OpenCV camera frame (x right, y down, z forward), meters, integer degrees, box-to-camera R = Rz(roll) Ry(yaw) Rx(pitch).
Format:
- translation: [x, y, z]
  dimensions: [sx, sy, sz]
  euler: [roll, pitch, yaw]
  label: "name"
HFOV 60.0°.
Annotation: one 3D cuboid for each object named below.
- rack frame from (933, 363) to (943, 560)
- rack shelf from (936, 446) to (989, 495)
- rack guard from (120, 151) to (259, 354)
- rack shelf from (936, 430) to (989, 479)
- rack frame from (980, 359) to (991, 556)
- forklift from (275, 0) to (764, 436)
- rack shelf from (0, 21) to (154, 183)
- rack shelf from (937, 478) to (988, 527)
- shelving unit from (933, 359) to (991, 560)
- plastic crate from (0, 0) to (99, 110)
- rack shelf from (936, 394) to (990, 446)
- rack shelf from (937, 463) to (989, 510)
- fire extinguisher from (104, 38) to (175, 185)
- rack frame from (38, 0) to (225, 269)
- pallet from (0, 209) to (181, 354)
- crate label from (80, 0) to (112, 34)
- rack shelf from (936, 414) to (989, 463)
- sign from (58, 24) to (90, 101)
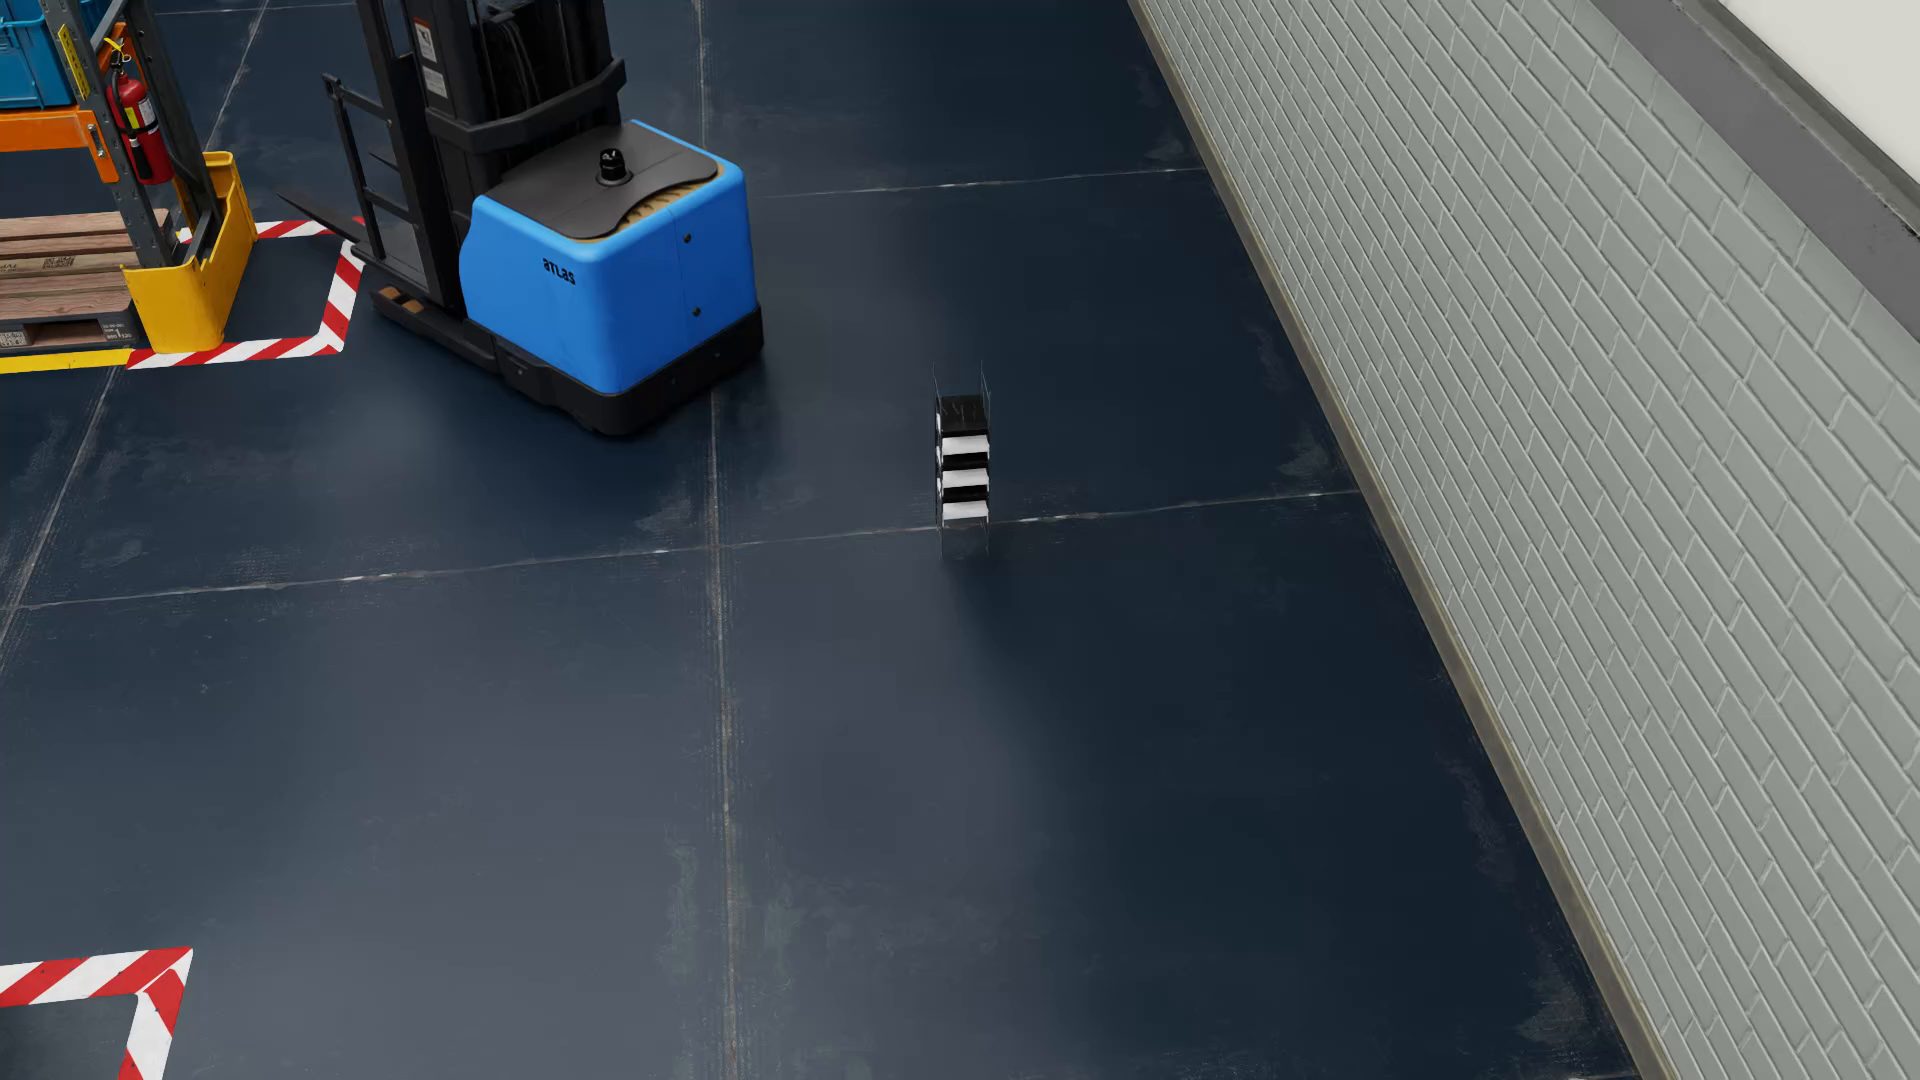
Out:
- translation: [-0.093, -0.326, 7.155]
  dimensions: [0.006, 0.900, 0.240]
  euler: [-5, 42, -6]
  label: "rack frame"
- translation: [0.008, -0.310, 7.187]
  dimensions: [0.200, 0.077, 0.258]
  euler: [-5, 42, -6]
  label: "rack shelf"
- translation: [-4.052, -1.535, 8.794]
  dimensions: [0.348, 0.500, 1.175]
  euler: [-5, 42, -6]
  label: "rack guard"
- translation: [0.008, -0.377, 7.127]
  dimensions: [0.200, 0.077, 0.258]
  euler: [-5, 42, -6]
  label: "rack shelf"
- translation: [0.109, -0.344, 7.174]
  dimensions: [0.006, 0.900, 0.240]
  euler: [-5, 42, -6]
  label: "rack frame"
- translation: [-2.457, -2.415, 7.954]
  dimensions: [3.031, 2.935, 1.130]
  euler: [29, 49, 28]
  label: "forklift"
- translation: [-6.057, -2.012, 7.993]
  dimensions: [4.000, 0.370, 1.077]
  euler: [-5, 42, -6]
  label: "rack shelf"
- translation: [0.008, -0.176, 7.307]
  dimensions: [0.200, 0.077, 0.258]
  euler: [-5, 42, -6]
  label: "rack shelf"
- translation: [0.008, -0.335, 7.165]
  dimensions: [0.210, 0.900, 0.258]
  euler: [-5, 42, -6]
  label: "shelving unit"
- translation: [-4.382, -2.335, 7.743]
  dimensions: [0.499, 0.435, 0.616]
  euler: [-5, 42, -6]
  label: "plastic crate"
- translation: [0.008, -0.511, 7.006]
  dimensions: [0.200, 0.077, 0.258]
  euler: [-5, 42, -6]
  label: "rack shelf"
- translation: [0.008, -0.243, 7.247]
  dimensions: [0.200, 0.077, 0.258]
  euler: [-5, 42, -6]
  label: "rack shelf"
- translation: [-3.865, -1.997, 7.776]
  dimensions: [0.183, 0.674, 0.296]
  euler: [-5, 42, -6]
  label: "fire extinguisher"
- translation: [-4.074, -2.453, 7.945]
  dimensions: [0.127, 3.000, 1.000]
  euler: [-5, 42, -6]
  label: "rack frame"
- translation: [-4.897, -1.371, 8.828]
  dimensions: [1.213, 0.211, 1.003]
  euler: [-5, 42, -6]
  label: "pallet"
- translation: [-4.361, -2.610, 8.199]
  dimensions: [0.303, 0.233, 0.416]
  euler: [-5, 42, -6]
  label: "crate label"
- translation: [0.008, -0.444, 7.066]
  dimensions: [0.200, 0.077, 0.258]
  euler: [-5, 42, -6]
  label: "rack shelf"
- translation: [-3.986, -2.149, 7.487]
  dimensions: [0.005, 0.325, 0.100]
  euler: [-5, 42, -6]
  label: "sign"
